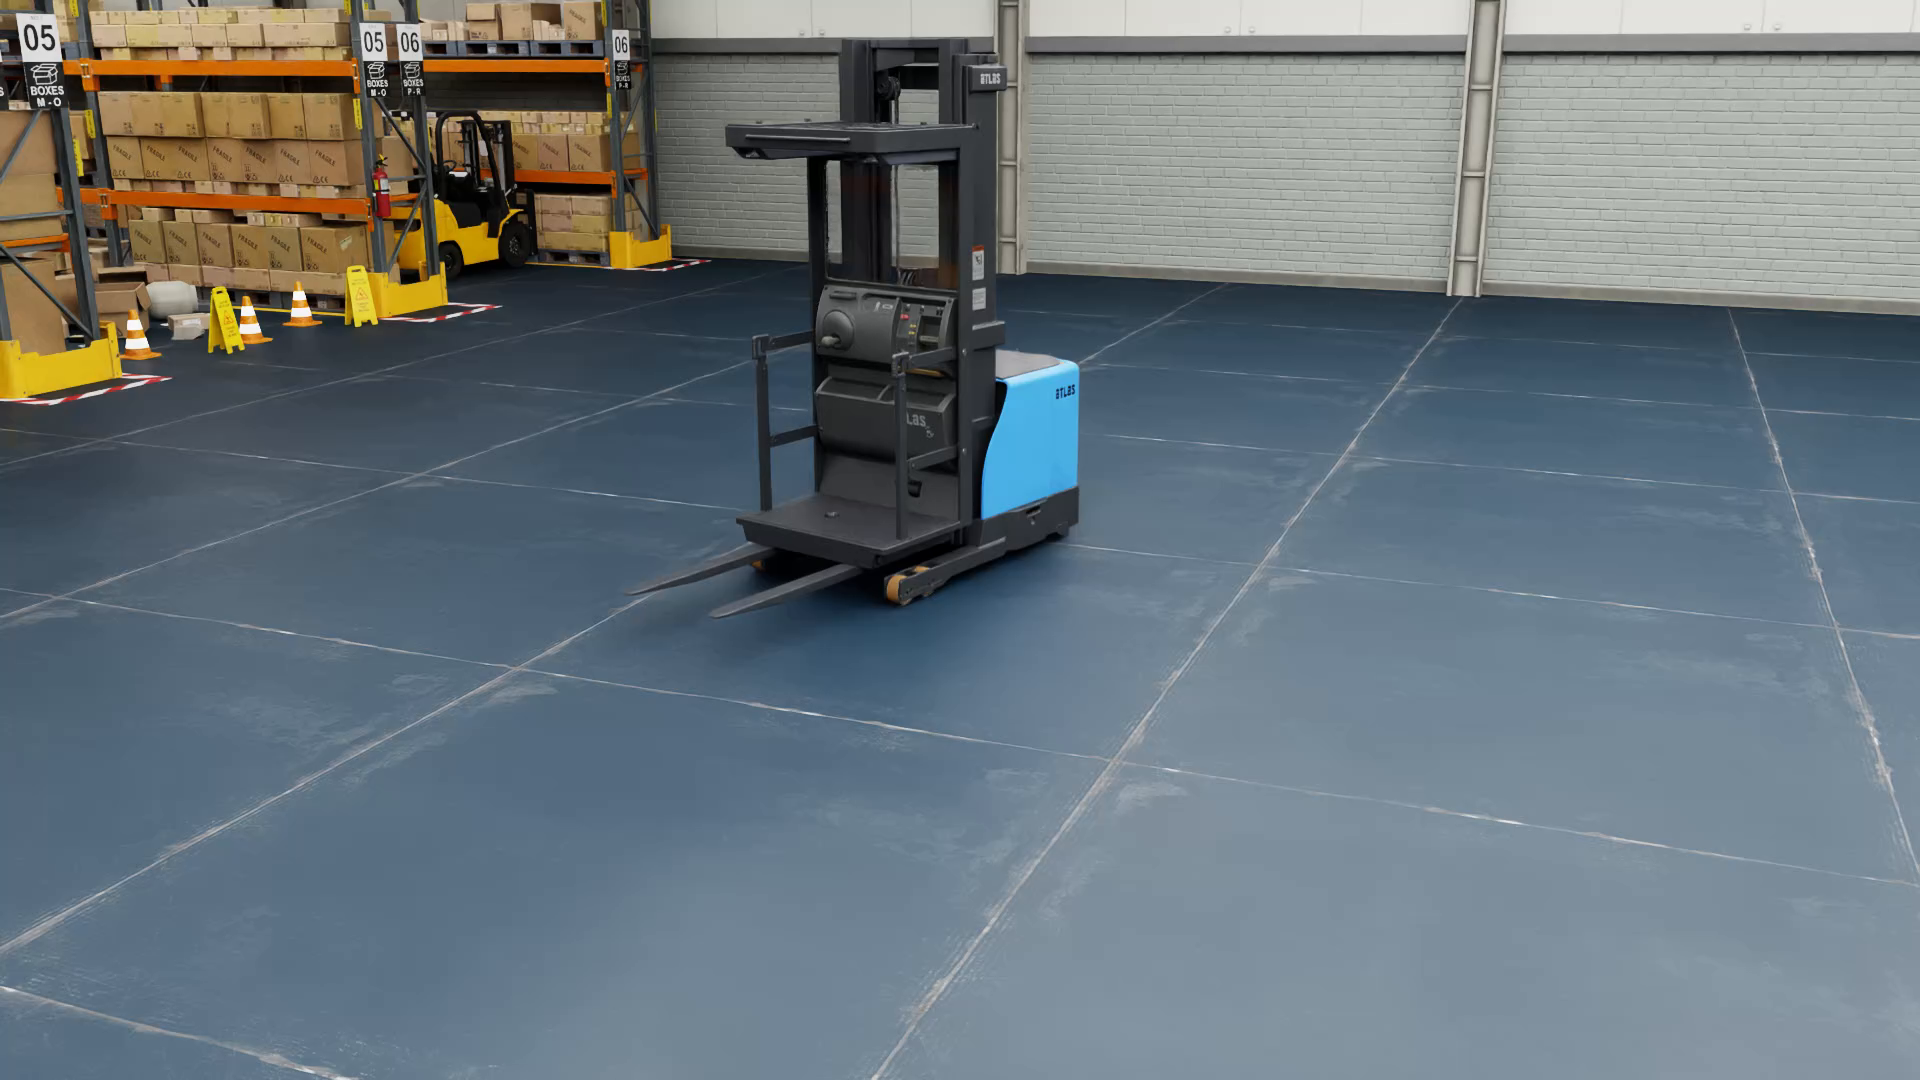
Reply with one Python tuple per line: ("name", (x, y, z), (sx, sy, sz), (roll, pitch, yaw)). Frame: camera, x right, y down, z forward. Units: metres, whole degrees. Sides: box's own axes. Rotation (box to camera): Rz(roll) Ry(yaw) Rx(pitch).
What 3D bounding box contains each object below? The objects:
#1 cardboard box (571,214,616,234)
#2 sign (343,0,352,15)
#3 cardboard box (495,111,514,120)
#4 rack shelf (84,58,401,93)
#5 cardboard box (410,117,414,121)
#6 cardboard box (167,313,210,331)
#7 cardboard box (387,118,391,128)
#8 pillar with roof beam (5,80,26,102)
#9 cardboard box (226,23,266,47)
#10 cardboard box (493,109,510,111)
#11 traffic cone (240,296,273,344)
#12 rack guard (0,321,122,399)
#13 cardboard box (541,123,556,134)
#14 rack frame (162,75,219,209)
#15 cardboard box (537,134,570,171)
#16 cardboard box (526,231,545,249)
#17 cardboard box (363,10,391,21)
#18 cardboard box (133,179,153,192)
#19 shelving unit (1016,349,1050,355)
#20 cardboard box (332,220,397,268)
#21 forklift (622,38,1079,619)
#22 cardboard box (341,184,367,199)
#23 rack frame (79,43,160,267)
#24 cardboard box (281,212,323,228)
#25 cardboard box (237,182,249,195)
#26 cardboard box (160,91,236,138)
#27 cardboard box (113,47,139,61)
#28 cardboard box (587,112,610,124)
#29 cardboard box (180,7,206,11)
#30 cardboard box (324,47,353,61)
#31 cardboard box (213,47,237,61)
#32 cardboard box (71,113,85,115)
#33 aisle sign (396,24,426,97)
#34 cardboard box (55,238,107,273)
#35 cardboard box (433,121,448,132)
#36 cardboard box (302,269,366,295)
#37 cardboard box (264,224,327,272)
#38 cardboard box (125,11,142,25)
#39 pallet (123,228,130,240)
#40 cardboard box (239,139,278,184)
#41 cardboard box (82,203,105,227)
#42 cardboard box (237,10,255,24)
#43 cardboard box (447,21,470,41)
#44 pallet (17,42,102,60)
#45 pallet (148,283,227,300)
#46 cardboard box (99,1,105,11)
("cardboard box", (-5.150, -4.498, 23.569), (0.500, 0.250, 0.500), (6, 17, 20))
("sign", (-6.623, -5.844, 17.955), (0.005, 0.325, 0.100), (6, 17, 21))
("cardboard box", (-6.422, -6.048, 23.749), (0.250, 0.149, 0.380), (7, 17, 21))
("rack shelf", (-8.261, -5.420, 19.373), (4.000, 0.370, 1.077), (6, 17, 21))
("cardboard box", (-7.833, -6.211, 24.312), (0.250, 0.149, 0.380), (7, 17, 21))
("cardboard box", (-8.360, -2.361, 18.040), (0.380, 0.149, 0.250), (-12, 20, -37))
("cardboard box", (-8.552, -6.268, 25.042), (0.250, 0.149, 0.380), (6, 17, 19))
("pillar with roof beam", (-17.643, -8.705, 24.018), (0.400, 9.000, 9.100), (6, 17, 21))
("cardboard box", (-7.927, -5.718, 18.843), (0.500, 0.250, 0.500), (7, 18, 22))
("cardboard box", (-6.717, -6.226, 24.362), (0.250, 0.149, 0.380), (6, 17, 20))
("traffic cone", (-7.365, -2.289, 17.227), (0.334, 0.463, 0.336), (6, 17, 21))
("rack guard", (-8.101, -1.623, 14.868), (0.348, 0.500, 1.175), (6, 17, 21))
("cardboard box", (-5.702, -5.819, 23.496), (0.250, 0.149, 0.380), (6, 17, 20))
("rack frame", (-12.025, -6.226, 26.240), (0.127, 3.000, 1.000), (6, 17, 21))
("cardboard box", (-5.616, -5.494, 23.538), (0.500, 0.500, 0.500), (7, 18, 22))
("cardboard box", (-6.057, -4.362, 23.998), (0.500, 0.250, 0.500), (6, 17, 21))
("cardboard box", (-6.656, -5.912, 18.799), (0.250, 0.149, 0.380), (6, 17, 20))
("cardboard box", (-9.692, -4.281, 19.990), (0.250, 0.149, 0.380), (7, 18, 22))
("shelving unit", (0.408, -0.676, 10.619), (0.252, 1.050, 0.215), (11, 20, 34))
("cardboard box", (-7.072, -3.518, 19.745), (0.500, 0.500, 0.500), (6, 17, 19))
("forklift", (-0.549, -1.210, 9.083), (1.130, 2.935, 3.031), (12, 20, 35))
("cardboard box", (-6.827, -3.982, 18.962), (0.250, 0.149, 0.380), (7, 18, 22))
("rack frame", (-10.122, -4.529, 20.395), (0.127, 3.000, 1.000), (6, 17, 21))
("cardboard box", (-7.608, -3.707, 19.234), (0.250, 0.149, 0.380), (7, 18, 22))
("cardboard box", (-8.242, -4.144, 19.518), (0.250, 0.149, 0.380), (6, 17, 21))
("cardboard box", (-8.868, -4.983, 19.451), (0.500, 0.500, 0.700), (6, 17, 19))
("cardboard box", (-9.700, -5.712, 19.539), (0.250, 0.149, 0.380), (6, 17, 21))
("cardboard box", (-4.993, -5.892, 23.214), (0.250, 0.149, 0.380), (6, 17, 21))
("cardboard box", (-11.440, -7.827, 25.263), (0.500, 0.500, 0.500), (6, 17, 21))
("cardboard box", (-6.835, -5.404, 18.478), (0.250, 0.149, 0.380), (6, 17, 21))
("cardboard box", (-8.280, -5.550, 18.980), (0.250, 0.149, 0.380), (6, 17, 20))
("cardboard box", (-10.919, -5.095, 20.879), (0.500, 0.500, 0.500), (6, 17, 21))
("aisle sign", (-6.229, -5.443, 18.878), (0.004, 0.787, 0.394), (6, 17, 21))
("cardboard box", (-11.281, -3.595, 21.136), (0.625, 0.372, 0.950), (7, 18, 24))
("cardboard box", (-7.408, -5.986, 24.069), (0.250, 0.149, 0.380), (7, 17, 22))
("cardboard box", (-7.274, -3.017, 19.364), (0.500, 0.250, 0.500), (6, 17, 20))
("cardboard box", (-7.728, -3.428, 19.436), (0.500, 0.500, 0.500), (7, 18, 23))
("cardboard box", (-9.454, -6.067, 19.332), (0.250, 0.149, 0.380), (6, 17, 19))
("pallet", (-12.706, -4.973, 26.926), (1.213, 0.211, 1.003), (6, 17, 21))
("cardboard box", (-7.935, -4.400, 19.235), (0.500, 0.500, 0.500), (6, 17, 20))
("cardboard box", (-13.937, -5.370, 27.021), (0.500, 0.500, 0.500), (6, 17, 19))
("cardboard box", (-7.969, -5.938, 18.889), (0.250, 0.149, 0.380), (6, 17, 19))
("cardboard box", (-7.035, -7.212, 23.565), (0.258, 0.266, 0.396), (6, 17, 19))
("pallet", (-10.657, -5.970, 20.316), (1.003, 0.211, 1.213), (6, 17, 21))
("pallet", (-9.484, -3.131, 20.579), (1.213, 0.211, 1.003), (6, 17, 21))
("cardboard box", (-10.986, -6.552, 20.600), (0.500, 0.250, 0.500), (6, 17, 19))
